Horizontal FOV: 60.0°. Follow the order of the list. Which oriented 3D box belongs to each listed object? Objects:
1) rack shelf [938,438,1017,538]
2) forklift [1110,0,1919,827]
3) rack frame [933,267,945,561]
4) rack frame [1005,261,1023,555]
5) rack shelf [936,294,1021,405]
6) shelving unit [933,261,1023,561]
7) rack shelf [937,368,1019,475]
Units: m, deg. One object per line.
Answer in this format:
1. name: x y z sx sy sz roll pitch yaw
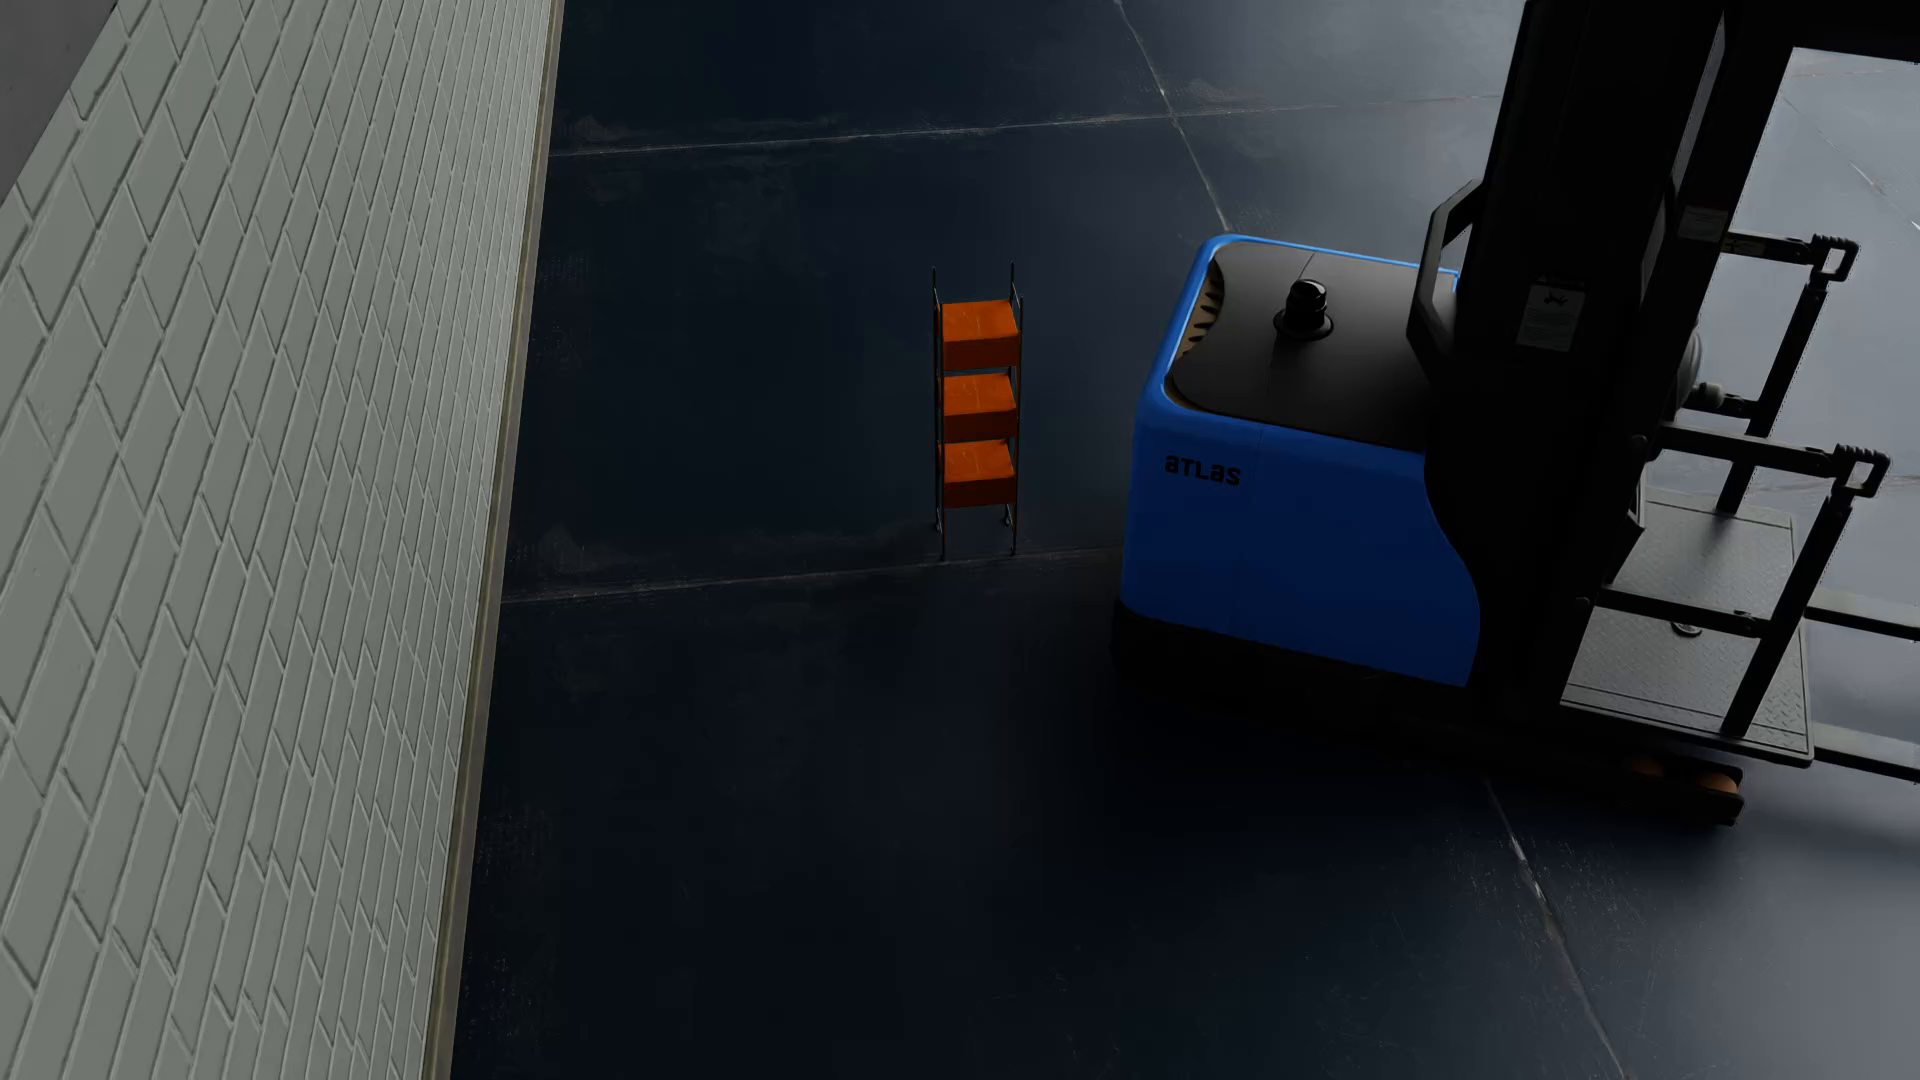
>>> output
1. rack shelf: 0.053 -0.180 5.597 0.240 0.259 0.215 -5 42 -6
2. forklift: 2.050 -0.660 4.293 3.031 2.935 1.130 12 43 13
3. rack frame: -0.068 -0.384 5.392 0.008 1.050 0.200 -5 42 -6
4. rack frame: 0.174 -0.405 5.415 0.008 1.050 0.200 -5 42 -6
5. rack shelf: 0.053 -0.597 5.221 0.240 0.259 0.215 -5 42 -6
6. shelving unit: 0.053 -0.394 5.404 0.252 1.050 0.215 -5 42 -6
7. rack shelf: 0.053 -0.387 5.411 0.240 0.259 0.215 -5 42 -6
